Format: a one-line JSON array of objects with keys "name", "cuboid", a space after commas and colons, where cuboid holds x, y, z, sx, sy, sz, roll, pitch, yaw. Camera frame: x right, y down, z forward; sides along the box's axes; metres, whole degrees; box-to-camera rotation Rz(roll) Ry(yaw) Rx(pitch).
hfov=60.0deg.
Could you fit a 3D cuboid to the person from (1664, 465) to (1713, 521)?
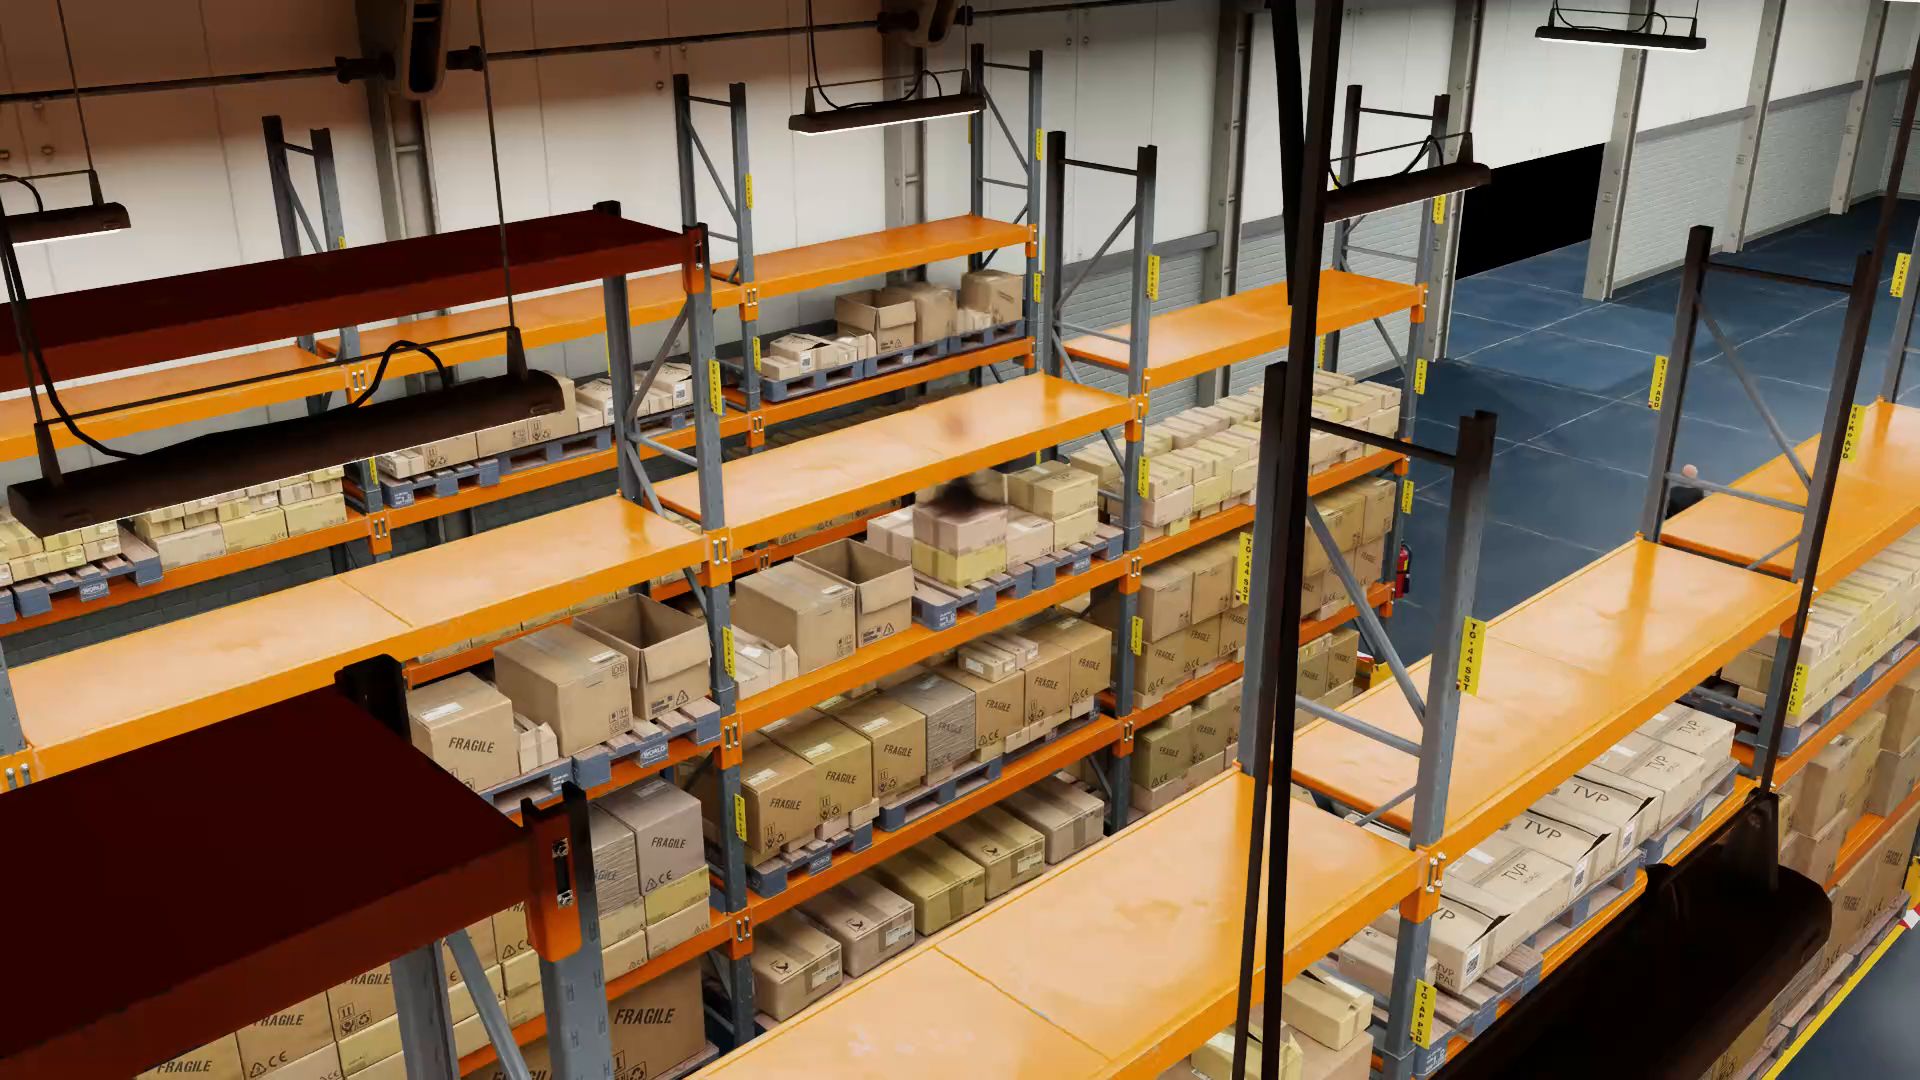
[{"name": "person", "cuboid": [8.132, -0.035, 18.693, 0.690, 1.671, 0.766, 3, 23, 7]}]
